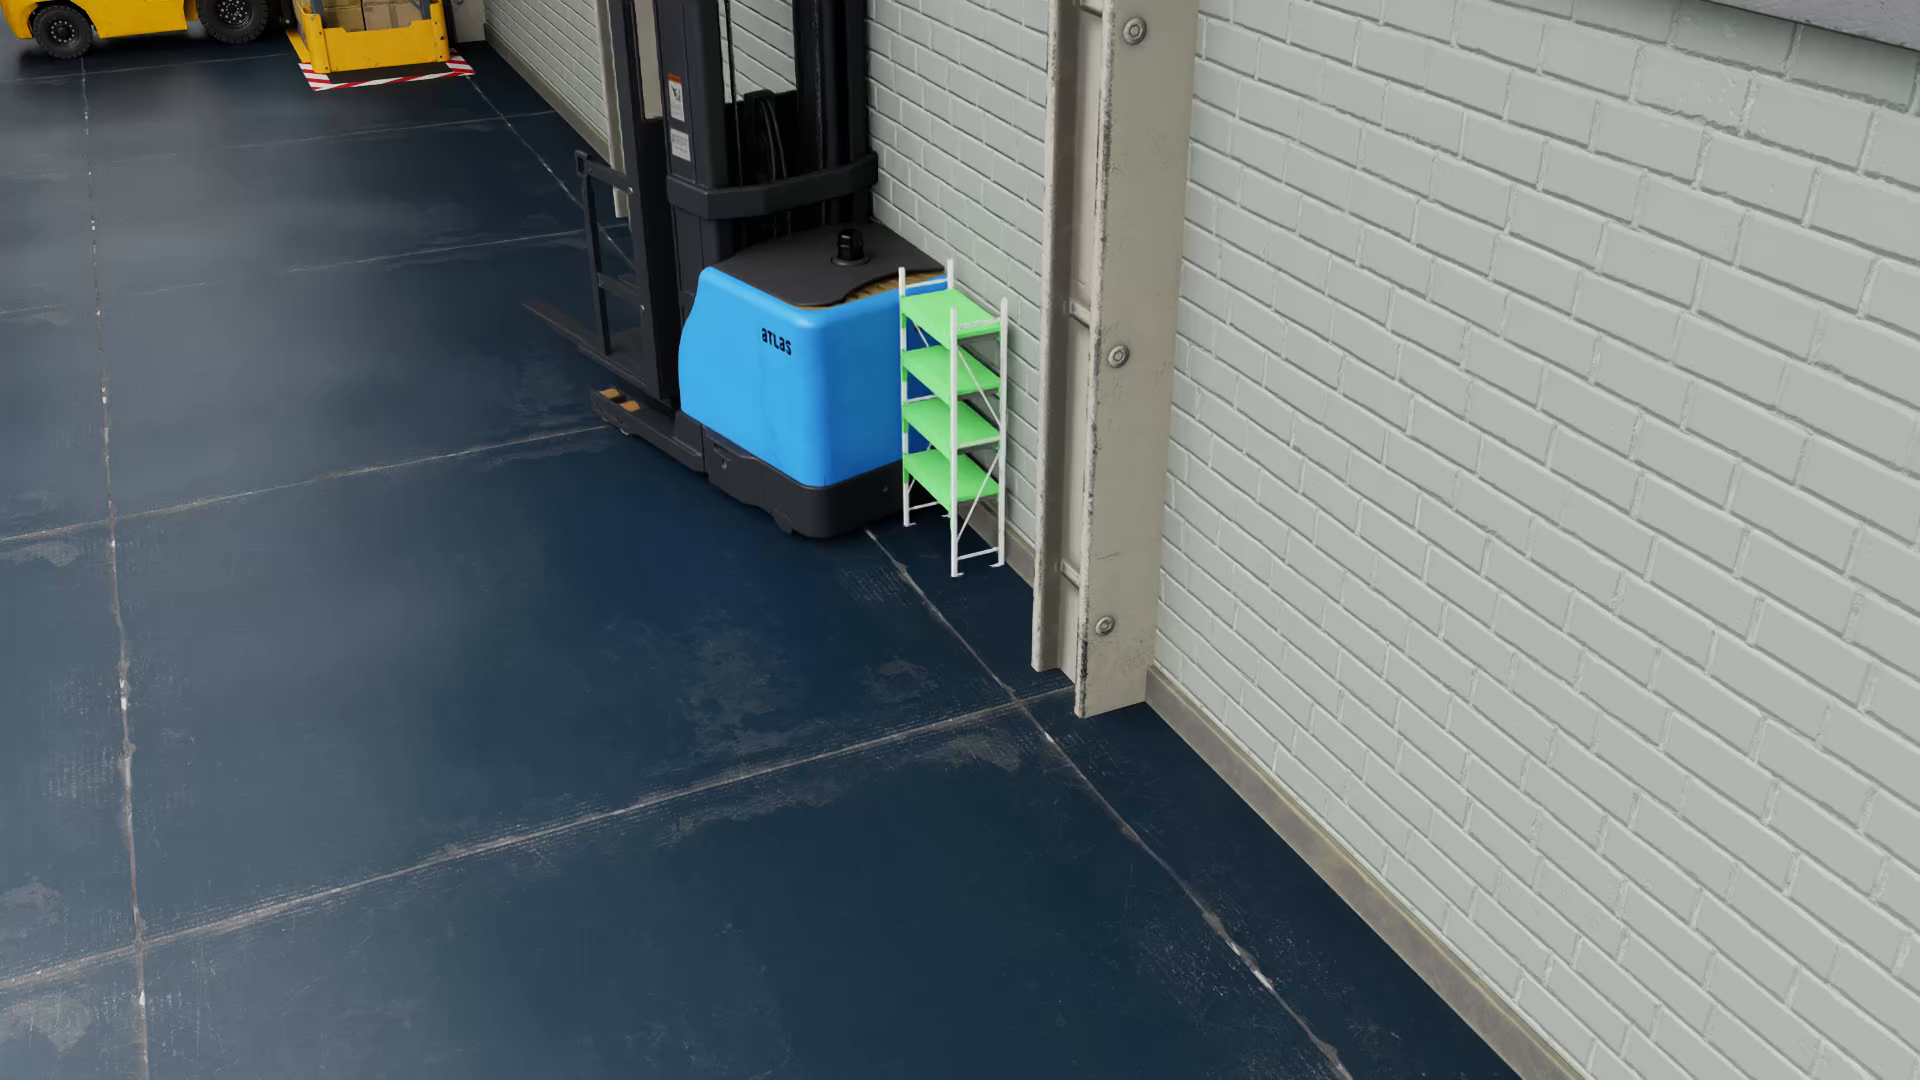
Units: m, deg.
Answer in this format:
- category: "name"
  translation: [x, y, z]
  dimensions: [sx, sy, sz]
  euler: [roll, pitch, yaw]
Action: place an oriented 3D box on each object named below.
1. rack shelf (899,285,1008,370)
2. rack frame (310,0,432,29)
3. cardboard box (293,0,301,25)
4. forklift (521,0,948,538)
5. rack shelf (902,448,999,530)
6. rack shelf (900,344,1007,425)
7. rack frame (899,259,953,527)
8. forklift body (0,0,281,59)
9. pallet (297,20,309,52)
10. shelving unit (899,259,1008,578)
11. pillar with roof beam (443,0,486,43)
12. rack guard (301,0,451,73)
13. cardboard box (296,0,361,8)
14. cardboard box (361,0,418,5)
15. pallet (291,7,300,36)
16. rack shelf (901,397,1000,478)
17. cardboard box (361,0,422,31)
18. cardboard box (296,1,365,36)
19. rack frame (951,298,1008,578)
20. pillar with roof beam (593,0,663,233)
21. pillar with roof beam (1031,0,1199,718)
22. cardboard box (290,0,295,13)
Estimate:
- category: "rack shelf"
  translation: [-0.031, -0.864, 6.713]
  dimensions: [0.258, 0.148, 0.480]
  euler: [-13, 32, -22]
- category: "rack frame"
  translation: [-5.171, -5.578, 14.130]
  dimensions: [1.000, 3.000, 0.127]
  euler: [-13, 32, -22]
- category: "cardboard box"
  translation: [-5.863, -4.925, 15.347]
  dimensions: [0.500, 0.250, 0.500]
  euler: [-13, 32, -22]
- category: "forklift"
  translation: [-1.186, -1.934, 7.702]
  dimensions: [1.130, 2.935, 3.031]
  euler: [-22, 36, -34]
- category: "rack shelf"
  translation: [-0.031, -0.236, 7.065]
  dimensions: [0.258, 0.148, 0.480]
  euler: [-13, 32, -22]
- category: "rack shelf"
  translation: [-0.031, -0.654, 6.830]
  dimensions: [0.258, 0.148, 0.480]
  euler: [-13, 32, -22]
- category: "rack frame"
  translation: [-0.138, -0.608, 7.107]
  dimensions: [0.240, 1.200, 0.015]
  euler: [-13, 32, -22]
- category: "forklift body"
  translation: [-7.632, -5.662, 15.149]
  dimensions: [2.313, 2.155, 1.214]
  euler: [-13, 32, -22]
- category: "pallet"
  translation: [-5.537, -4.691, 15.399]
  dimensions: [1.003, 0.211, 1.213]
  euler: [-13, 32, -22]
- category: "shelving unit"
  translation: [-0.031, -0.501, 6.916]
  dimensions: [0.258, 1.200, 0.503]
  euler: [-13, 32, -22]
- category: "pillar with roof beam"
  translation: [-8.544, -7.787, 11.937]
  dimensions: [9.100, 9.000, 0.400]
  euler: [-13, 32, -22]
- category: "rack guard"
  translation: [-5.160, -4.477, 14.723]
  dimensions: [1.175, 0.500, 0.348]
  euler: [-13, 32, -22]
- category: "cardboard box"
  translation: [-5.662, -4.929, 14.844]
  dimensions: [0.500, 0.250, 0.500]
  euler: [-14, 32, -23]
- category: "cardboard box"
  translation: [-5.185, -5.031, 15.026]
  dimensions: [0.500, 0.250, 0.500]
  euler: [-12, 32, -21]
- category: "pallet"
  translation: [-6.056, -5.229, 16.359]
  dimensions: [1.003, 0.211, 1.213]
  euler: [-13, 32, -22]
- category: "rack shelf"
  translation: [-0.031, -0.445, 6.947]
  dimensions: [0.258, 0.148, 0.480]
  euler: [-13, 32, -22]
- category: "cardboard box"
  translation: [-5.205, -4.820, 15.160]
  dimensions: [0.500, 0.250, 0.500]
  euler: [-13, 32, -22]
- category: "cardboard box"
  translation: [-5.658, -4.703, 14.952]
  dimensions: [0.500, 0.250, 0.500]
  euler: [-13, 32, -22]
- category: "rack frame"
  translation: [0.075, -0.393, 6.725]
  dimensions: [0.240, 1.200, 0.015]
  euler: [-13, 32, -22]
- category: "pillar with roof beam"
  translation: [-5.968, -5.137, 7.210]
  dimensions: [9.100, 9.000, 0.400]
  euler: [-13, 32, -22]
- category: "pillar with roof beam"
  translation: [-3.392, -2.487, 2.484]
  dimensions: [9.100, 9.000, 0.400]
  euler: [-13, 32, -22]
- category: "cardboard box"
  translation: [-6.069, -5.147, 15.745]
  dimensions: [0.500, 0.250, 0.500]
  euler: [-13, 32, -21]
